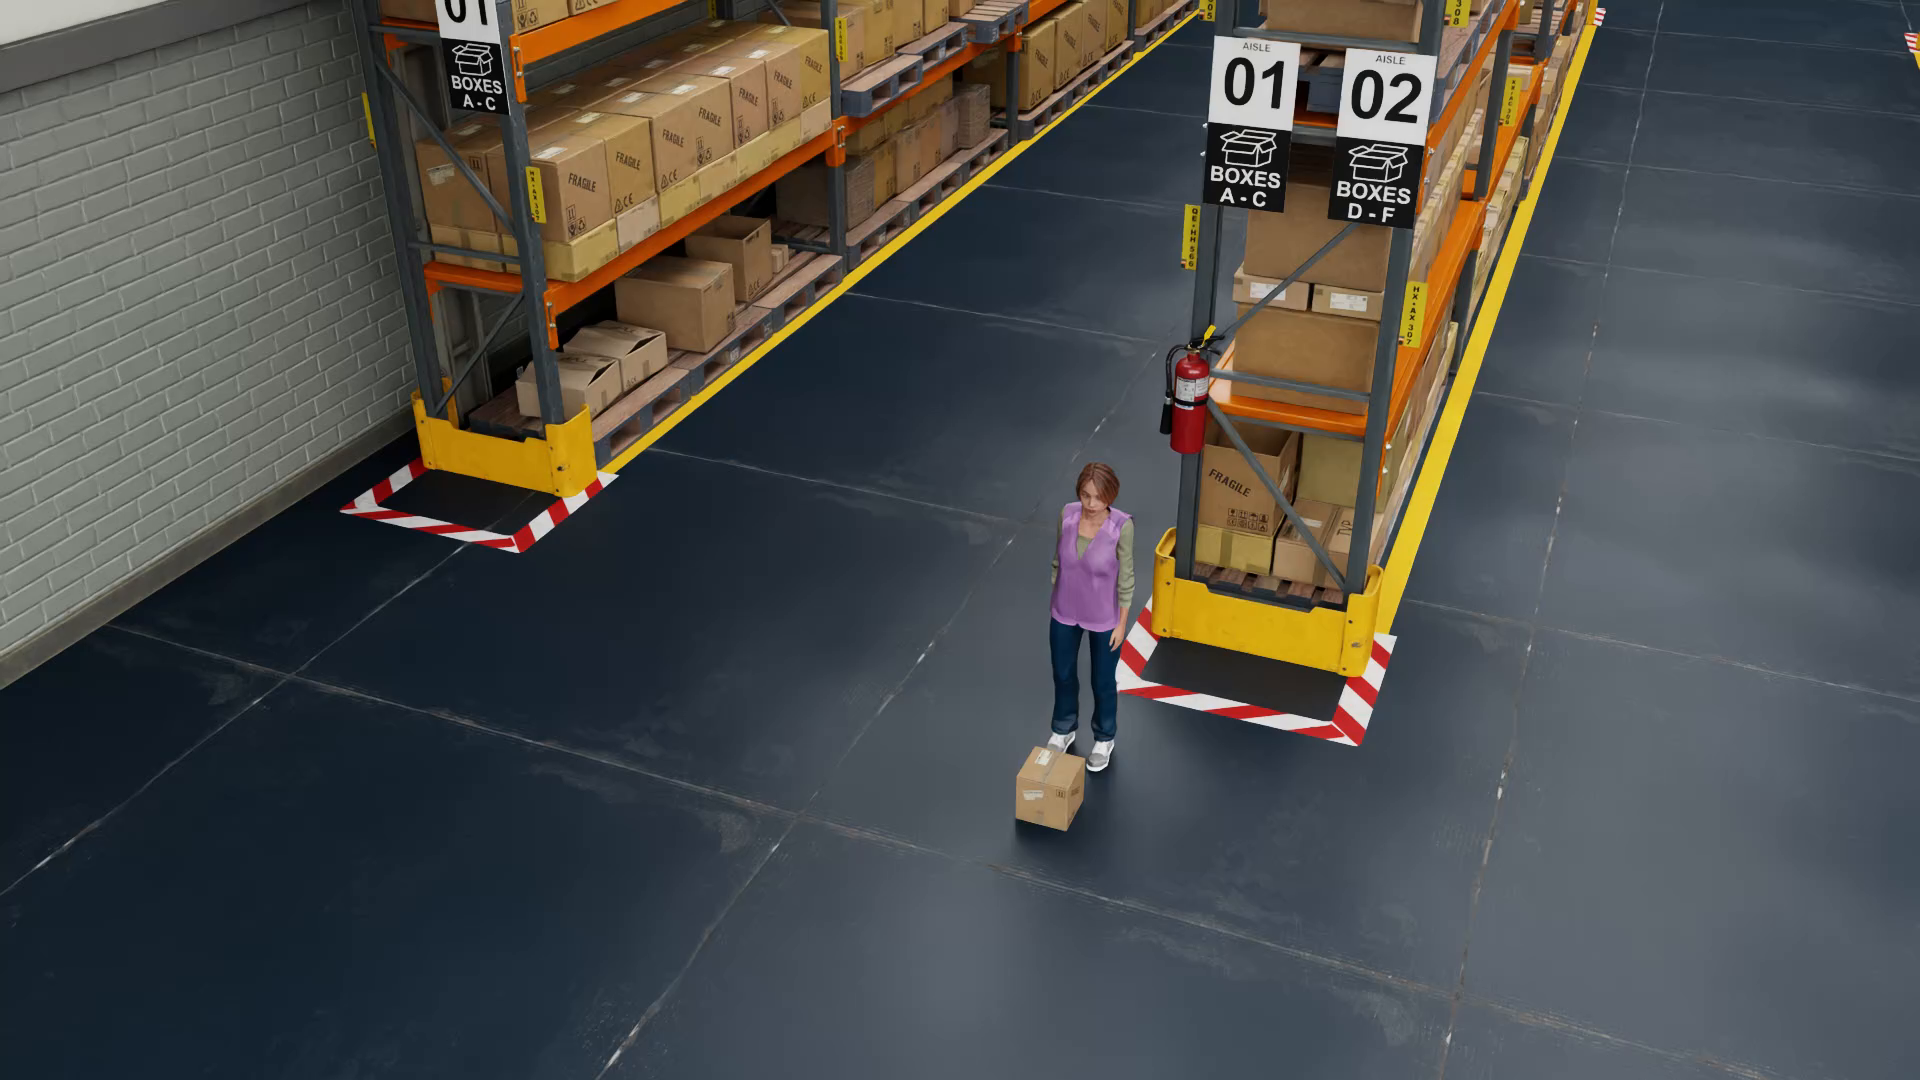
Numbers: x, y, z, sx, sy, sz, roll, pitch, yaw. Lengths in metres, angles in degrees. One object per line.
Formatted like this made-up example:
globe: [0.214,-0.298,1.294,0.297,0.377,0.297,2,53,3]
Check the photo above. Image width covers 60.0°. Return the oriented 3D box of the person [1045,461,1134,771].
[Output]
person: [0.608,0.364,7.769,0.405,1.601,0.301,12,32,20]
